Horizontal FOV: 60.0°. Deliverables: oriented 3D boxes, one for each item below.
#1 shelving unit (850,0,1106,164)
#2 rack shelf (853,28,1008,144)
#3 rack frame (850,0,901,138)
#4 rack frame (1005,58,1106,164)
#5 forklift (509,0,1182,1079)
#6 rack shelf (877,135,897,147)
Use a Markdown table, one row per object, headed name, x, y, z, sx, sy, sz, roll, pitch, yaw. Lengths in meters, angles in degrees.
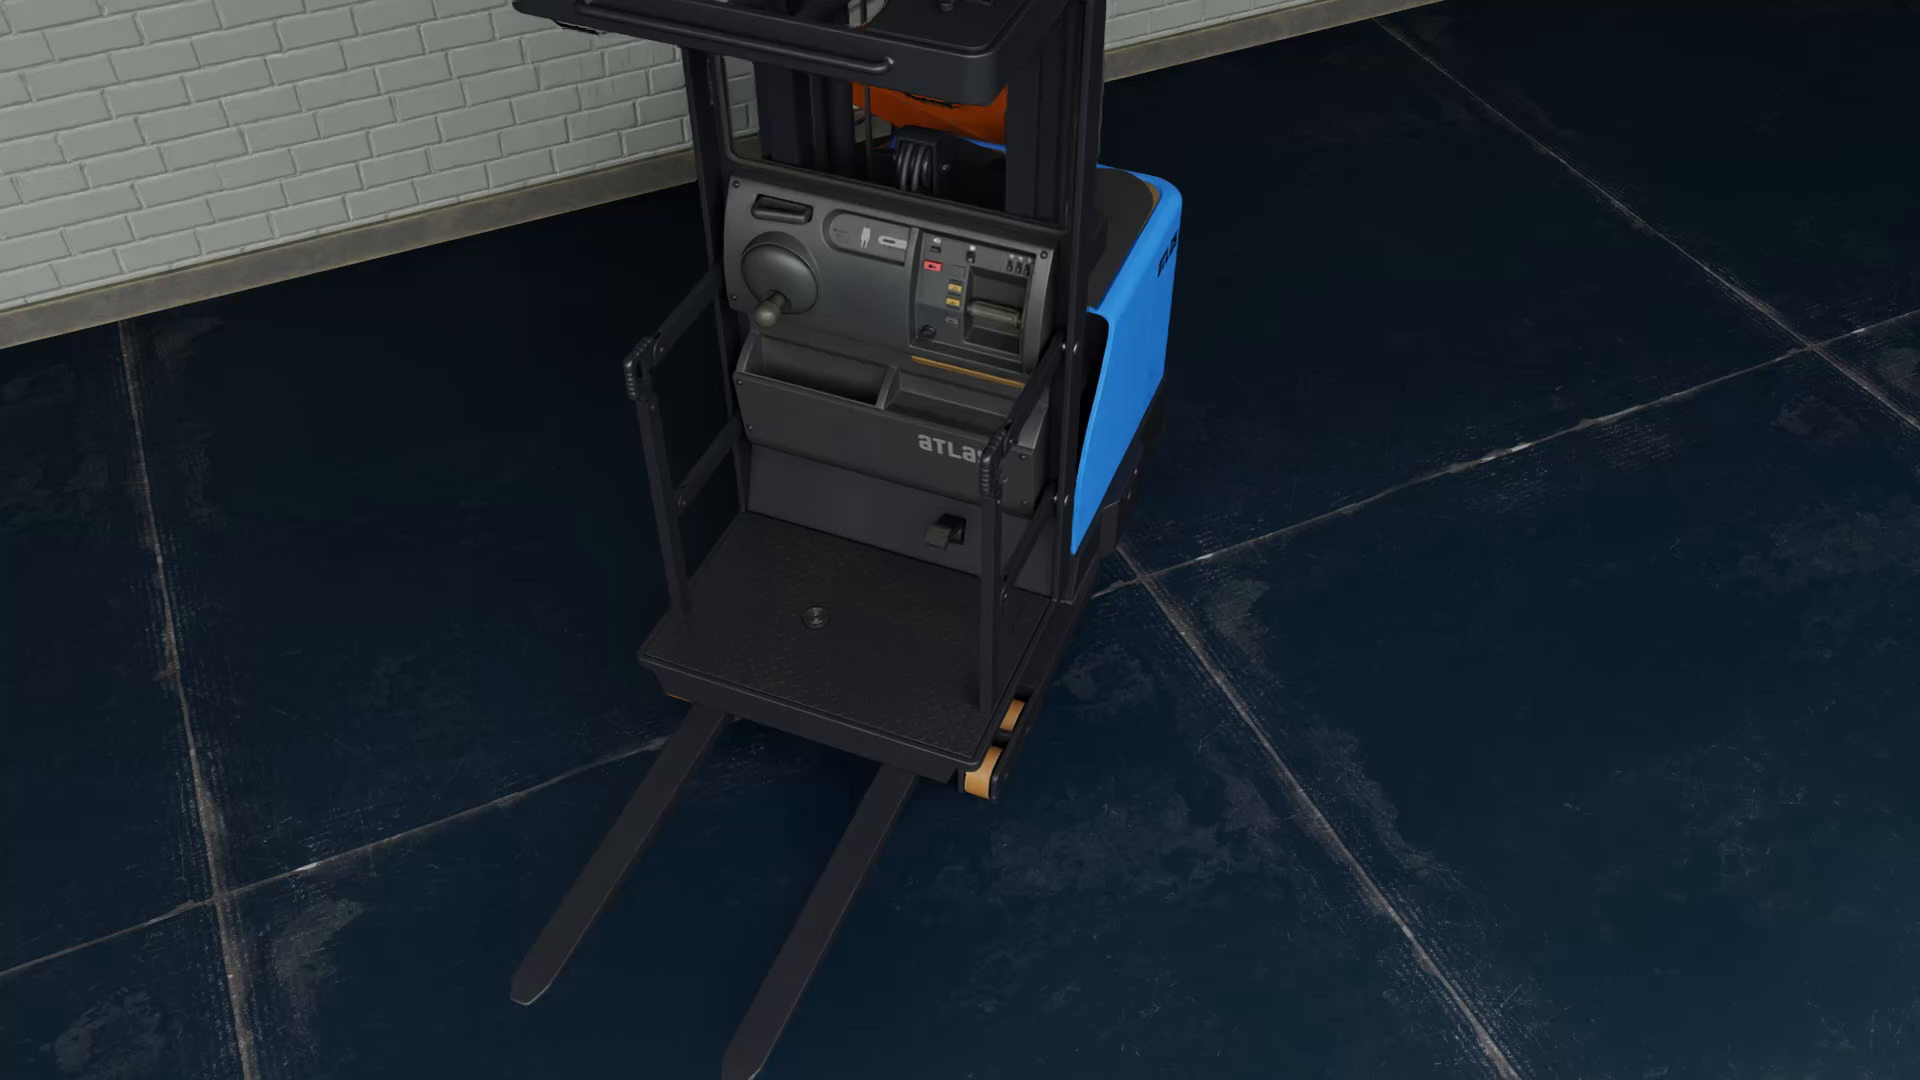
| name | x | y | z | sx | sy | sz | roll | pitch | yaw |
| --- | --- | --- | --- | --- | --- | --- | --- | --- | --- |
| shelving unit | -0.039 | -1.420 | 6.388 | 1.048 | 1.125 | 0.538 | 33 | 53 | 29 |
| rack shelf | -0.039 | -1.628 | 6.183 | 1.000 | 0.278 | 0.538 | 33 | 53 | 29 |
| rack frame | -0.411 | -1.663 | 6.634 | 0.032 | 1.125 | 0.500 | 33 | 53 | 29 |
| rack frame | 0.334 | -1.177 | 6.142 | 0.032 | 1.125 | 0.500 | 33 | 53 | 29 |
| forklift | -0.280 | -0.614 | 4.285 | 1.130 | 2.935 | 3.031 | 16 | 47 | 15 |
| rack shelf | -0.039 | -1.246 | 6.560 | 1.000 | 0.278 | 0.538 | 33 | 53 | 29 |
